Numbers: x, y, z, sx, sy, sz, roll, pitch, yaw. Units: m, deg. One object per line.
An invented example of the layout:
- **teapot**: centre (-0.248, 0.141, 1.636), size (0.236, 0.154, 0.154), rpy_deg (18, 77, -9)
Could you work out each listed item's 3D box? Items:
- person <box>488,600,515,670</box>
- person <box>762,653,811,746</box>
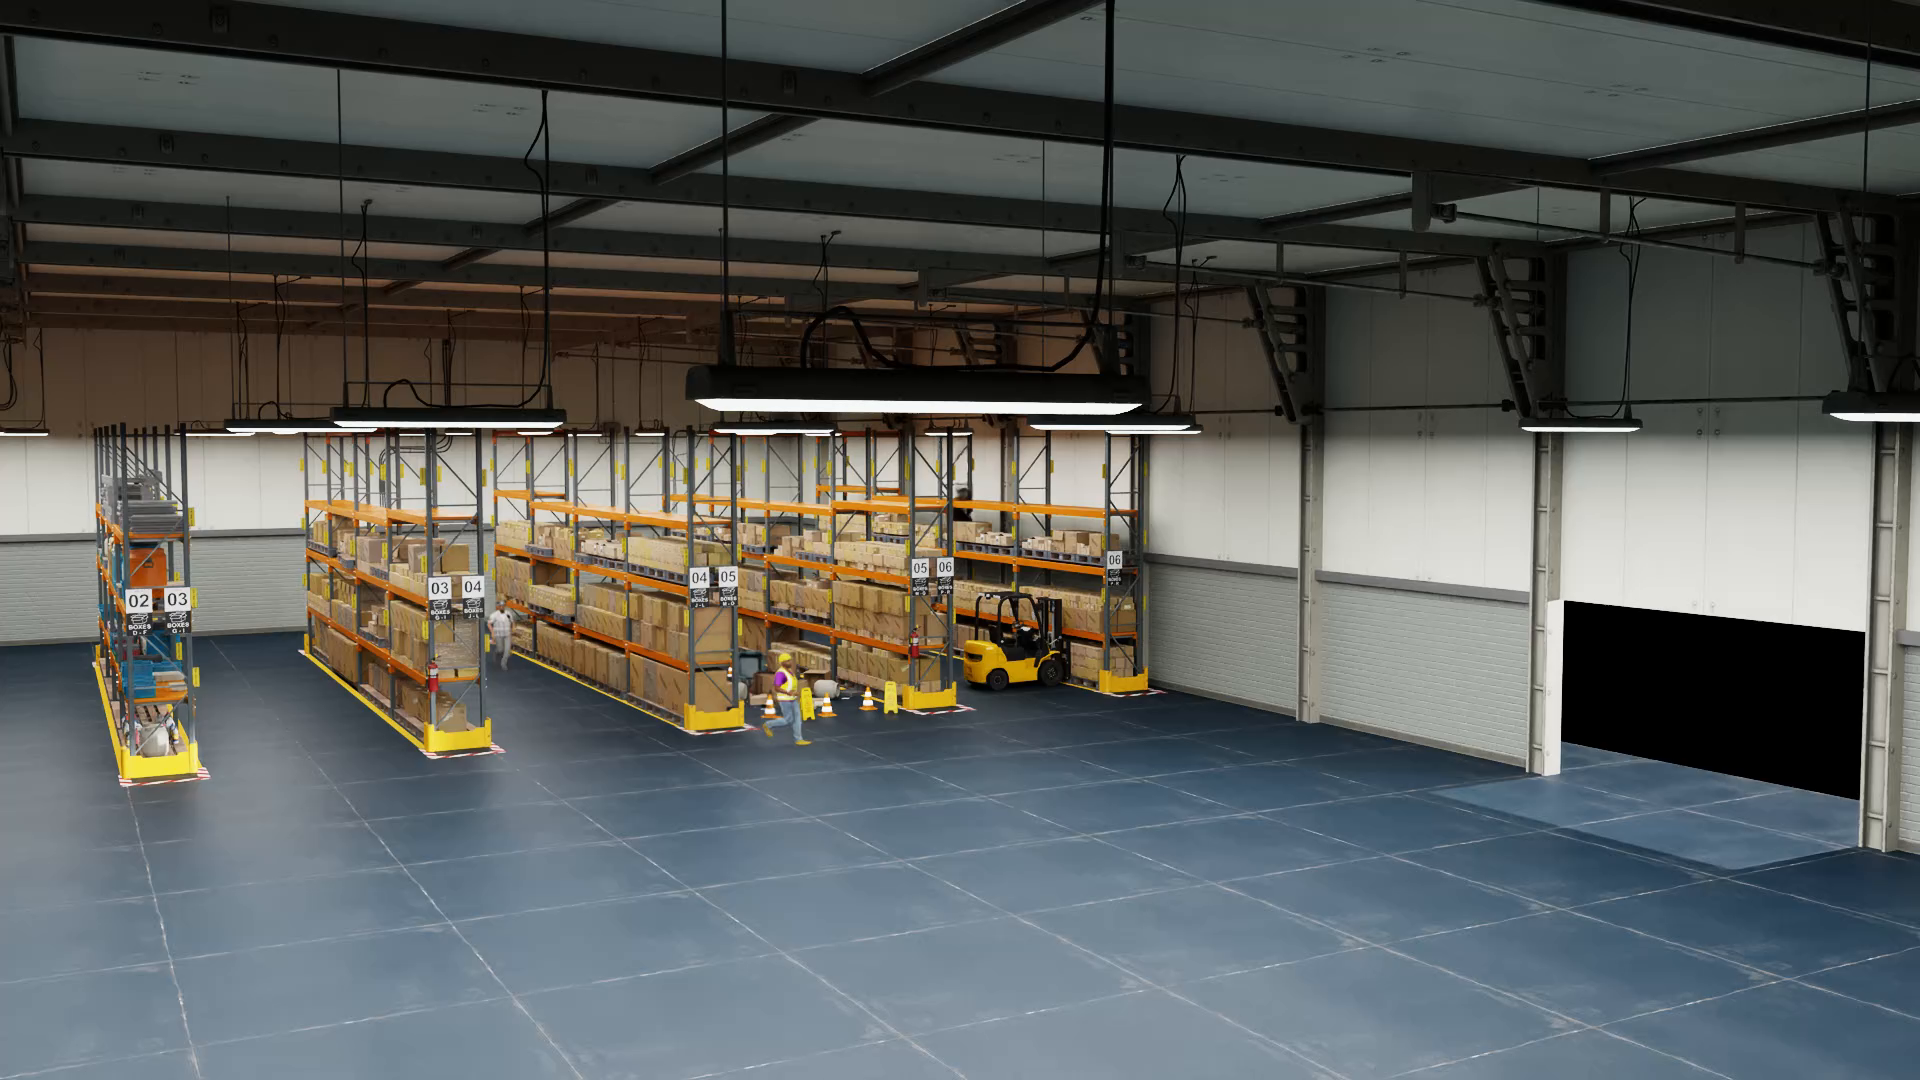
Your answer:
- **person**: centre (-11.416, 2.356, 41.469), size (0.672, 1.745, 0.598), rpy_deg (-2, 4, -31)
- **person**: centre (-3.216, 2.984, 31.072), size (0.928, 1.742, 0.713), rpy_deg (1, 4, 17)
